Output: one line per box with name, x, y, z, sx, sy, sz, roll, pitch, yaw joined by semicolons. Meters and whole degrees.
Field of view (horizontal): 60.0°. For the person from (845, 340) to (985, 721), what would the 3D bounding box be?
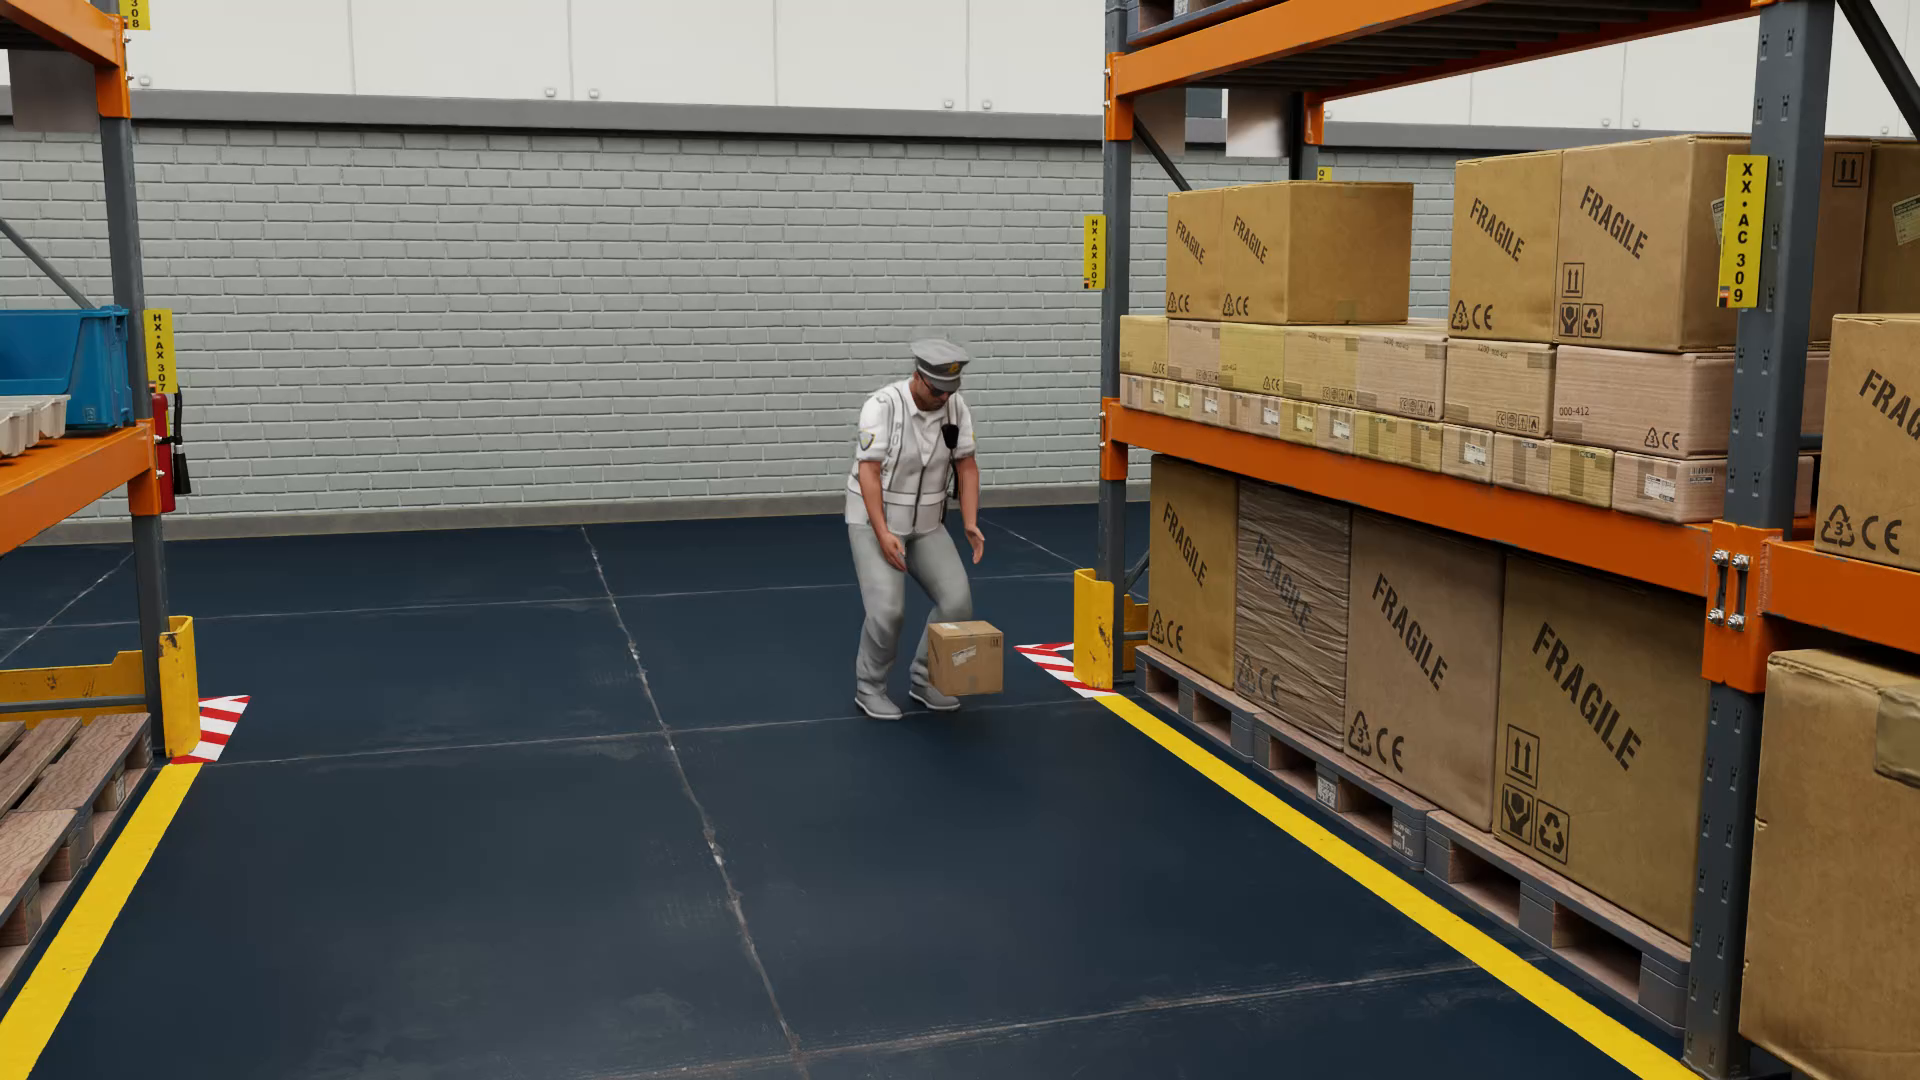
person;-0.188;-0.052;7.145;0.578;1.614;0.634;-5;11;-30
